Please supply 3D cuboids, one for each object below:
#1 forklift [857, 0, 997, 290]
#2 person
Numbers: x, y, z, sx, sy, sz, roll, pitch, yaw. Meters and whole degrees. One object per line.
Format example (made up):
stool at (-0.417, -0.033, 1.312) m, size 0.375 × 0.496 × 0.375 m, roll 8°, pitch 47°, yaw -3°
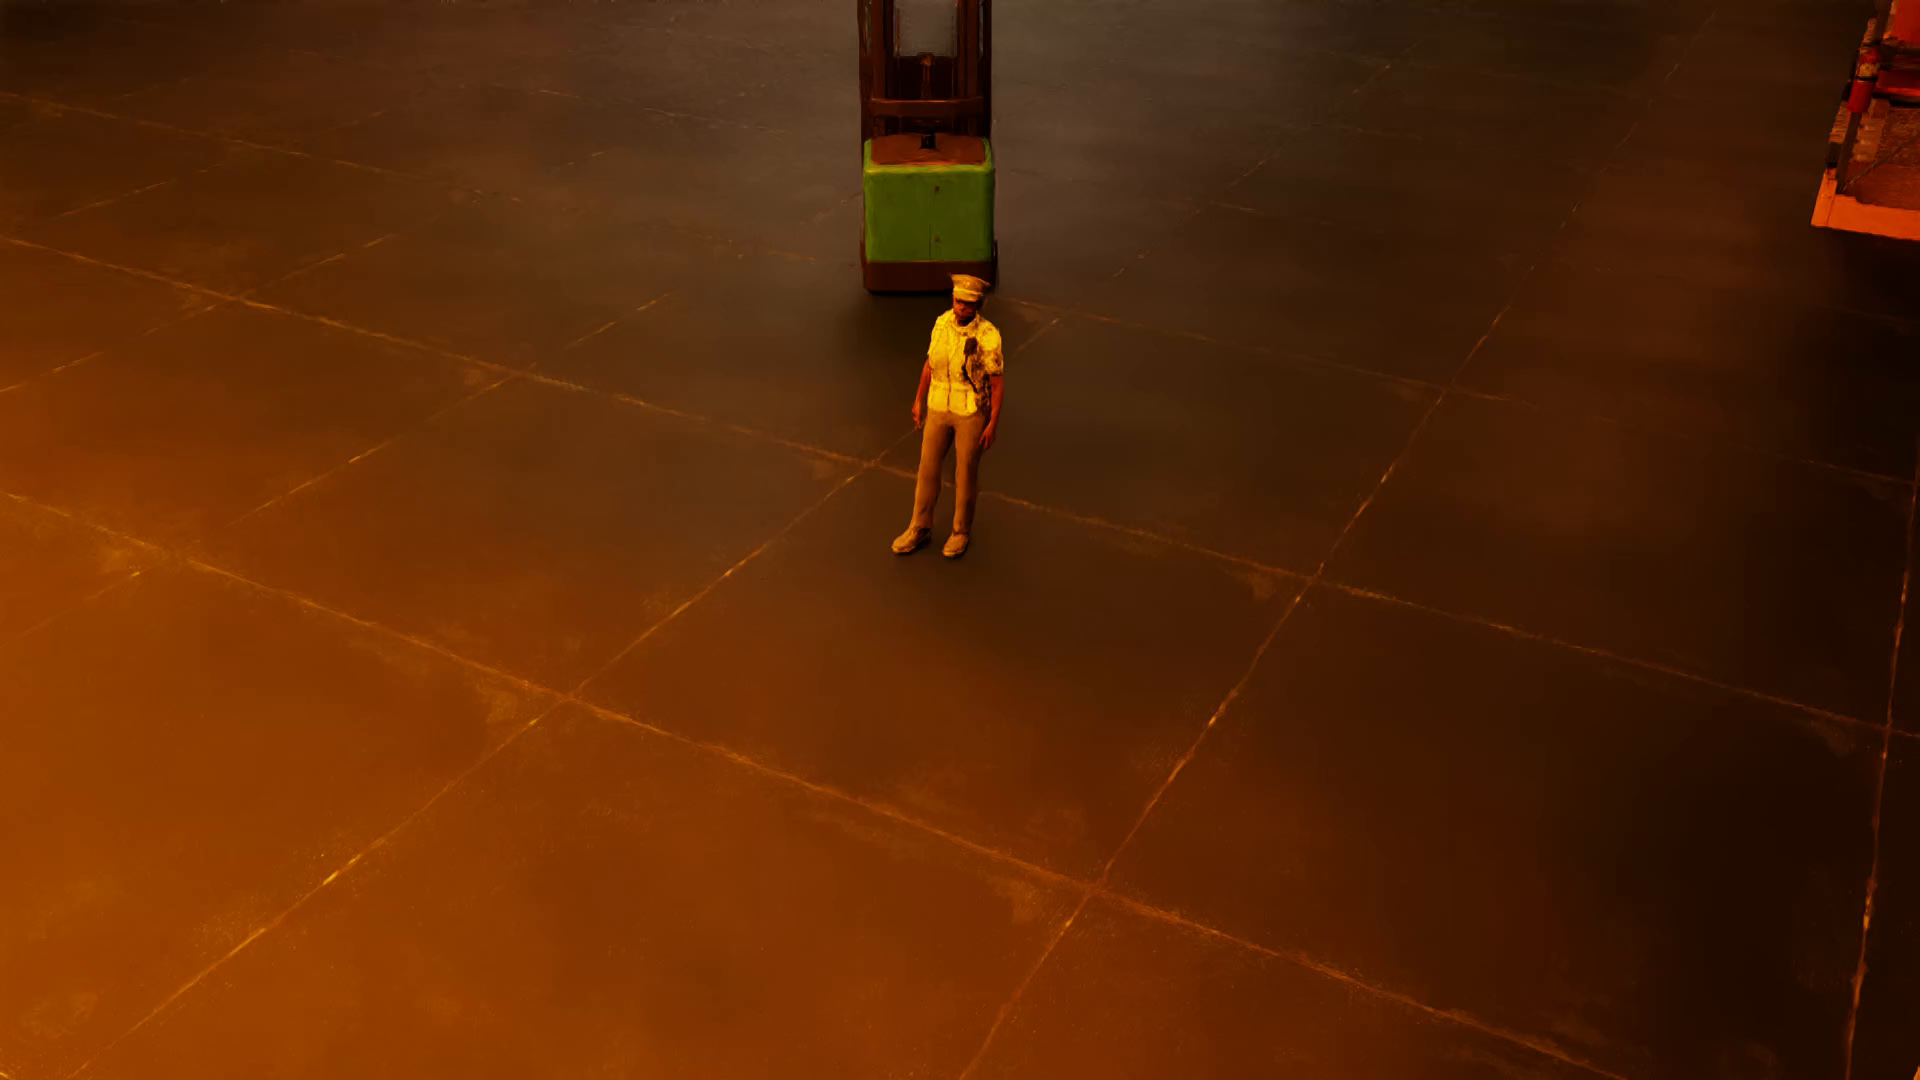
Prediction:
forklift at (-0.297, -3.972, 13.953) m, size 1.130 × 2.935 × 3.031 m, roll -1°, pitch 30°, yaw -2°
person at (-0.054, -0.712, 9.527) m, size 0.570 × 1.695 × 0.529 m, roll 15°, pitch 33°, yaw 25°
